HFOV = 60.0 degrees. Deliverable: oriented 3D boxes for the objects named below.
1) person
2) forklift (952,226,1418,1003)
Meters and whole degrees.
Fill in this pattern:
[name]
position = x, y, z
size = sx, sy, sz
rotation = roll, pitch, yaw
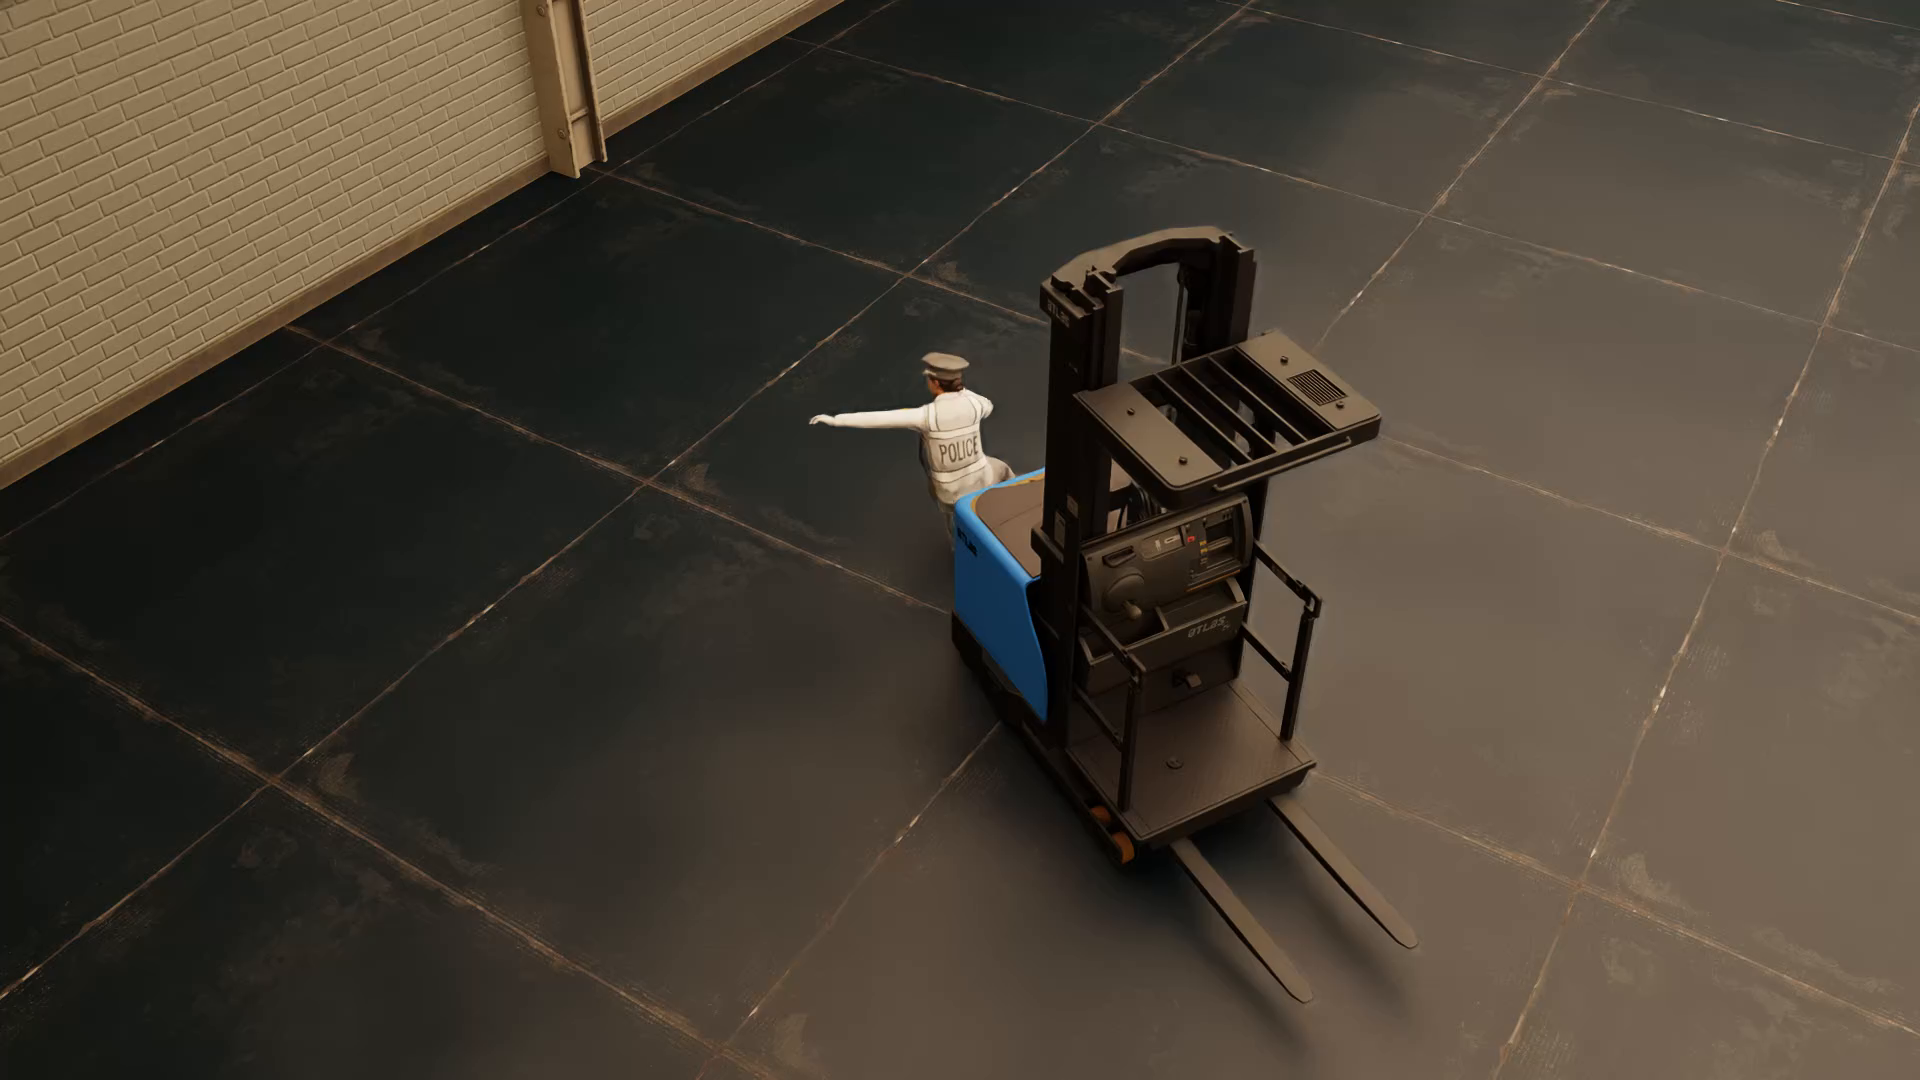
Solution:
[person]
position = -0.107, -0.487, 9.744
size = 1.503, 1.394, 0.752
rotation = -15, 43, -17
[forklift]
position = 1.103, 0.164, 7.774
size = 1.130, 2.935, 3.031
rotation = -19, 44, -21
